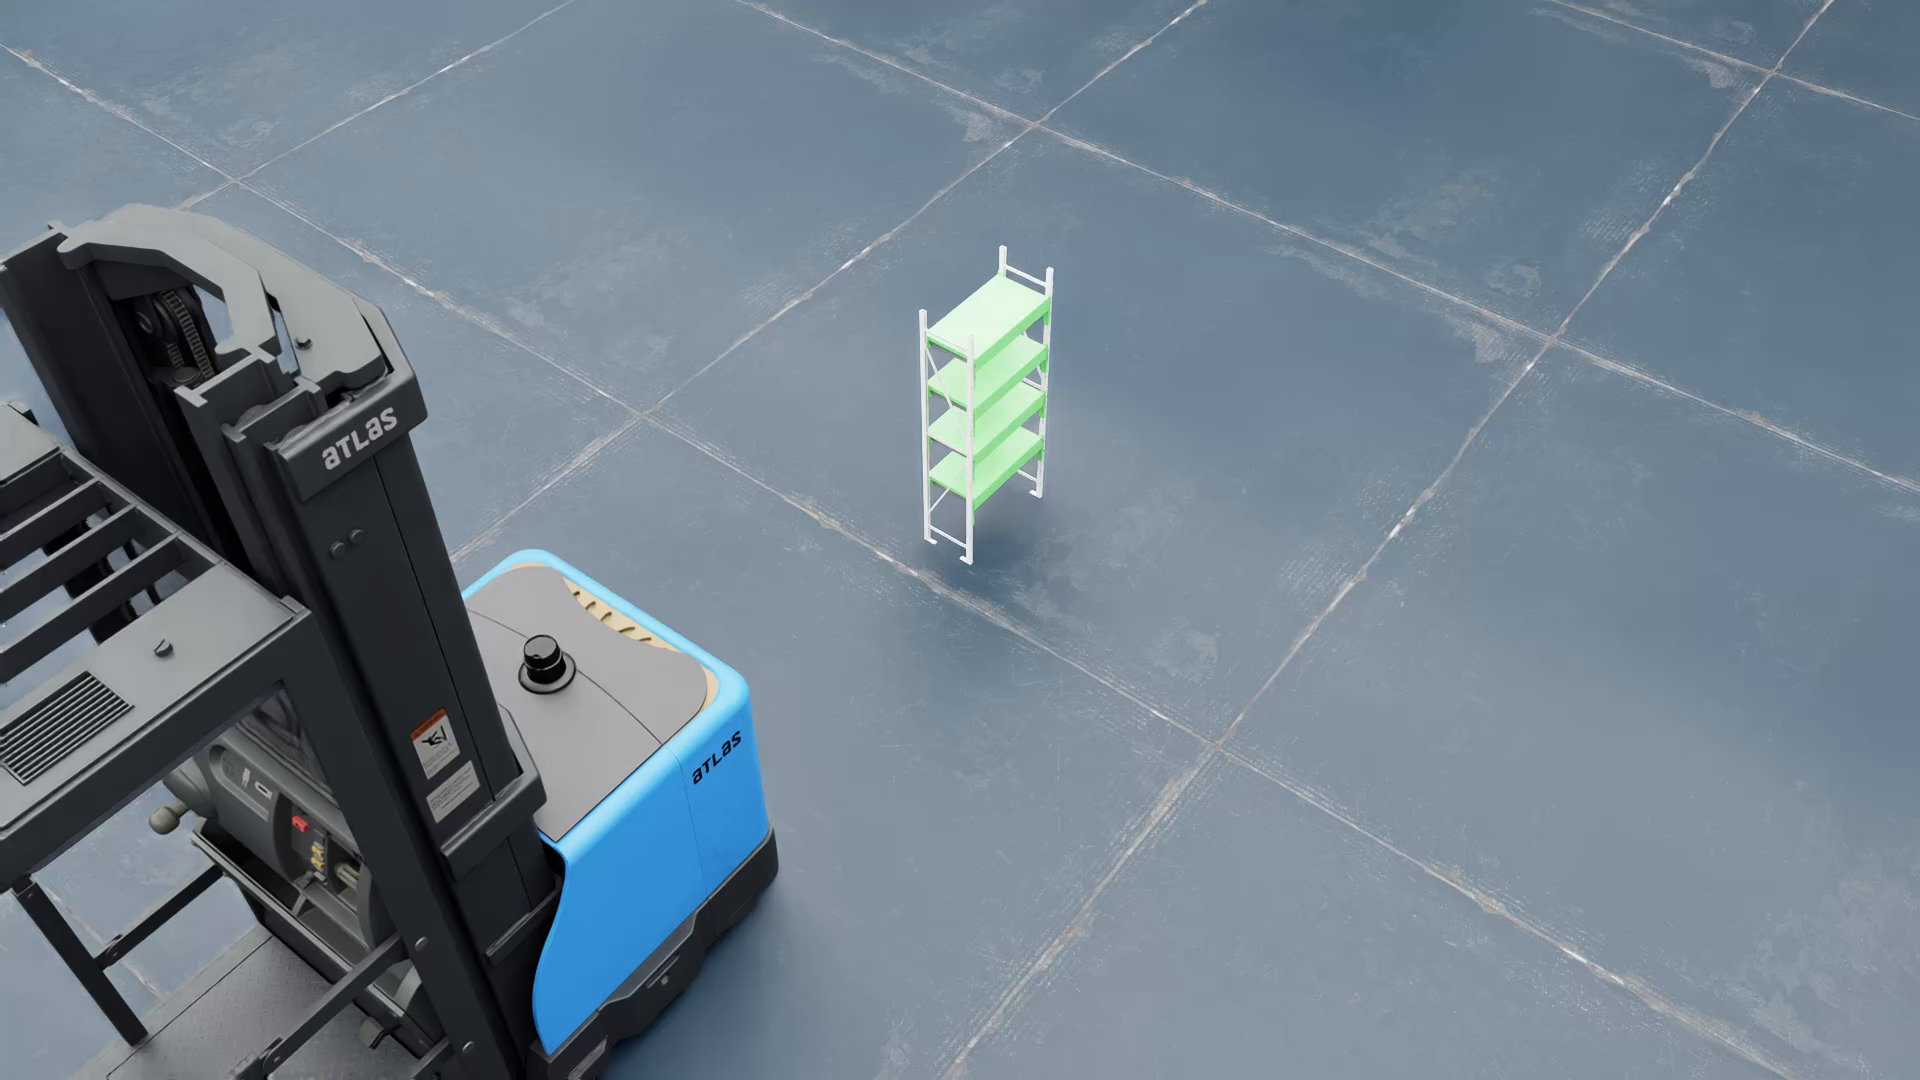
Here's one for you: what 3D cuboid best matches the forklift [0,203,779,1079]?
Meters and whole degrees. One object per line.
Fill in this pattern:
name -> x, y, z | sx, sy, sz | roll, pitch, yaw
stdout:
forklift -> -1.917, 0.792, 4.131 | 1.130, 2.935, 3.031 | 29, 53, 25

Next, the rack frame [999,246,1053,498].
rack frame -> 0.250, -0.649, 6.705 | 0.240, 1.200, 0.015 | 29, 53, 25

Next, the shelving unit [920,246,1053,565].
shelving unit -> 0.101, -0.509, 6.571 | 0.258, 1.200, 0.503 | 29, 53, 25

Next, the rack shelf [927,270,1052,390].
rack shelf -> 0.101, -0.797, 6.270 | 0.258, 0.148, 0.480 | 29, 53, 25

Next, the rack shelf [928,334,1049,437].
rack shelf -> 0.101, -0.631, 6.444 | 0.258, 0.148, 0.480 | 29, 53, 25

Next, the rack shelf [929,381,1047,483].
rack shelf -> 0.101, -0.465, 6.618 | 0.258, 0.148, 0.480 | 29, 53, 25

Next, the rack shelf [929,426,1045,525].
rack shelf -> 0.101, -0.299, 6.791 | 0.258, 0.148, 0.480 | 29, 53, 25

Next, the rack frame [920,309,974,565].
rack frame -> -0.048, -0.370, 6.438 | 0.240, 1.200, 0.015 | 29, 53, 25
